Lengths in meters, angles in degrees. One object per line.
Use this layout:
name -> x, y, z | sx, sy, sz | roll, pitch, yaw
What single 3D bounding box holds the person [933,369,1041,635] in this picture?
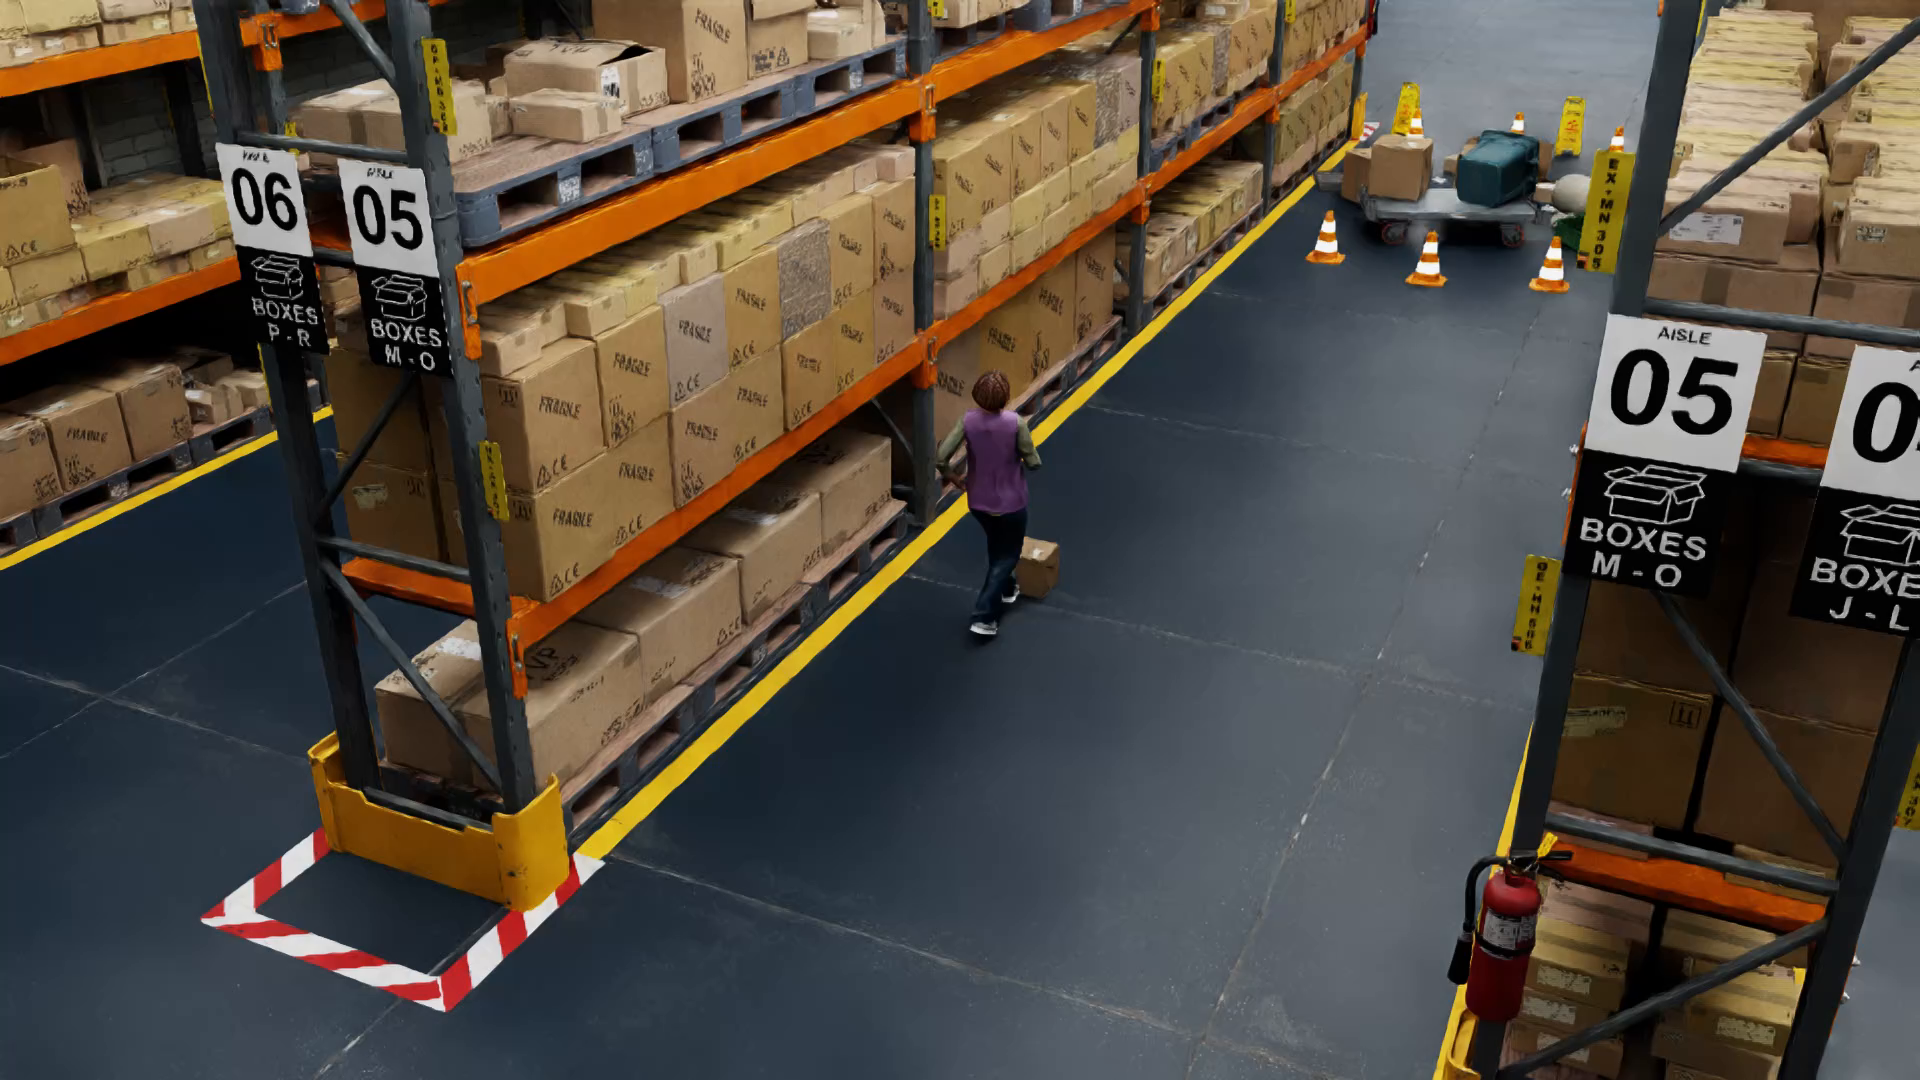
person -> 0.236, -0.251, 9.126 | 0.502, 1.562, 0.755 | 13, 29, 24
